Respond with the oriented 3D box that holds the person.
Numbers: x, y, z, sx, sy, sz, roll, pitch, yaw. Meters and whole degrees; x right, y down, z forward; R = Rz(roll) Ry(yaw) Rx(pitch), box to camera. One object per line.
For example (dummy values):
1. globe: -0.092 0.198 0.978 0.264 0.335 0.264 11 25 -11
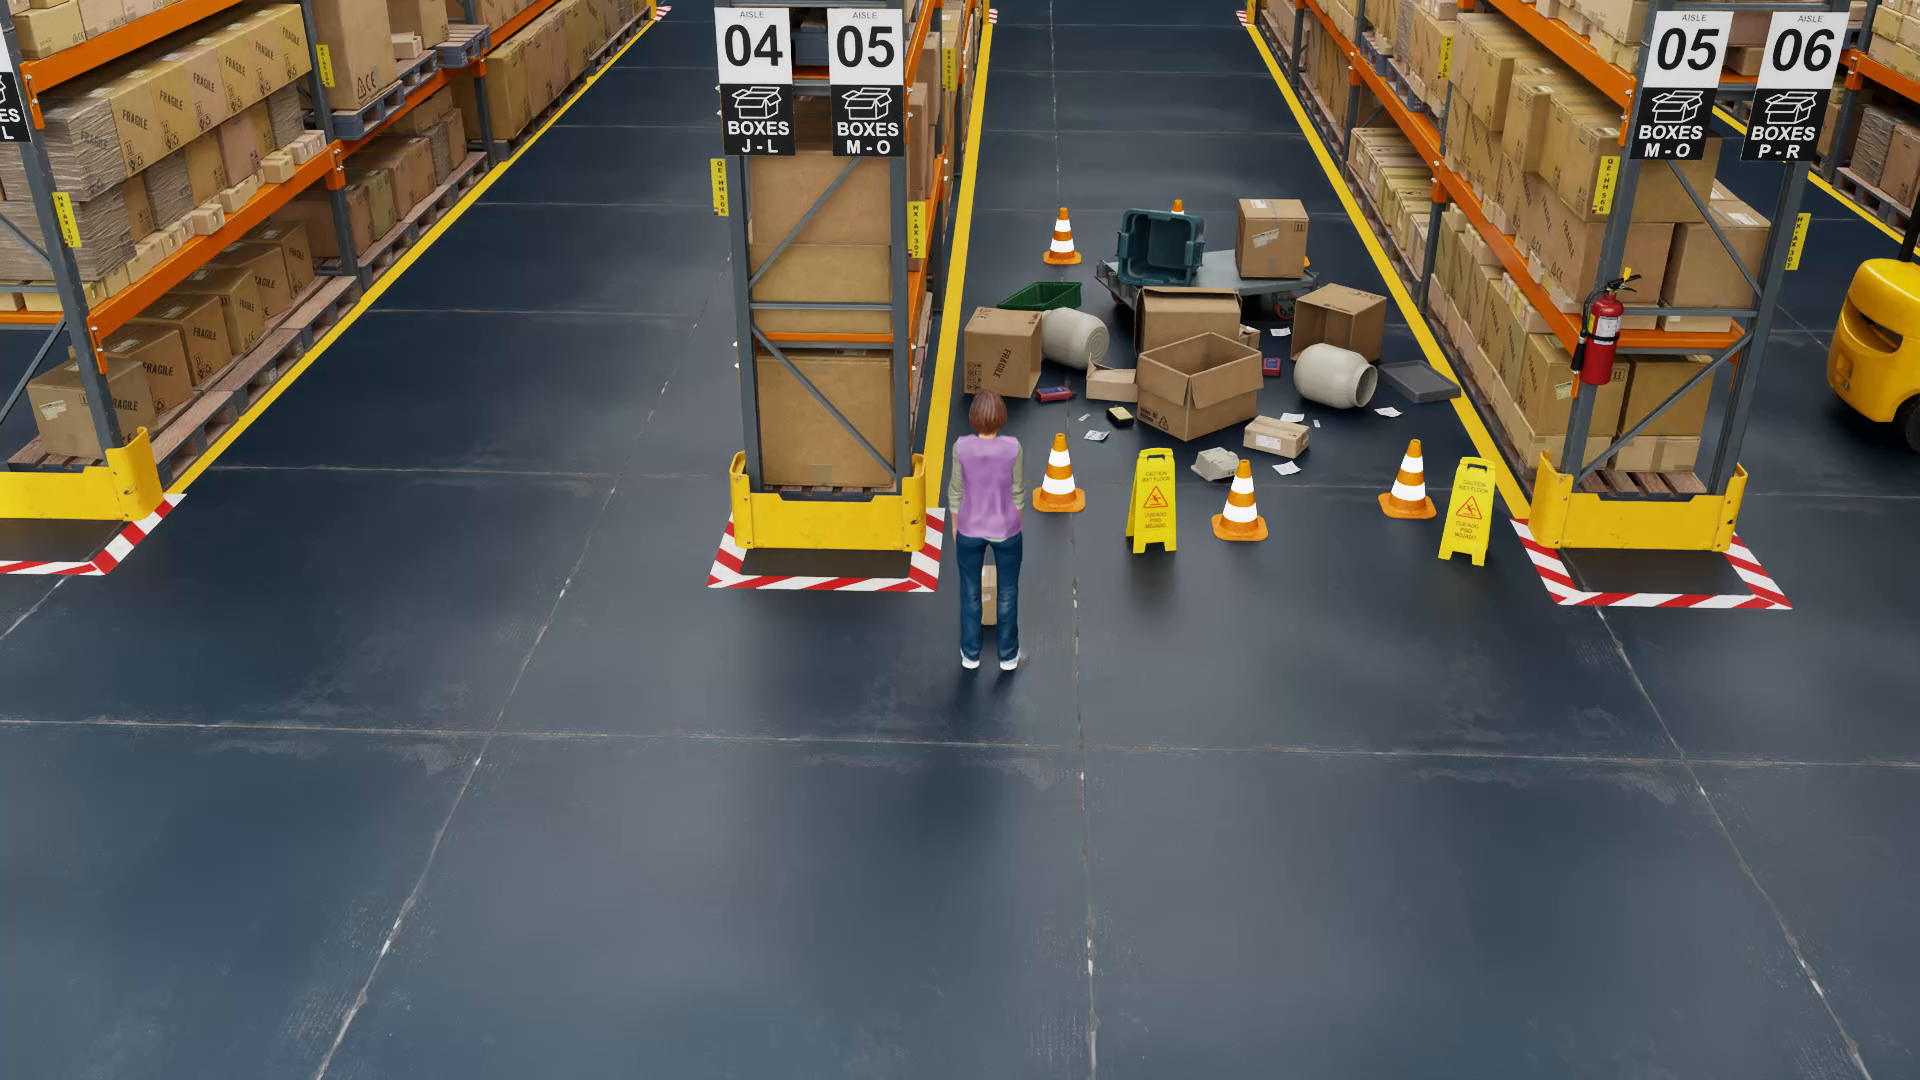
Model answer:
1. person: 0.136 -0.047 8.727 0.406 1.597 0.310 2 28 3
